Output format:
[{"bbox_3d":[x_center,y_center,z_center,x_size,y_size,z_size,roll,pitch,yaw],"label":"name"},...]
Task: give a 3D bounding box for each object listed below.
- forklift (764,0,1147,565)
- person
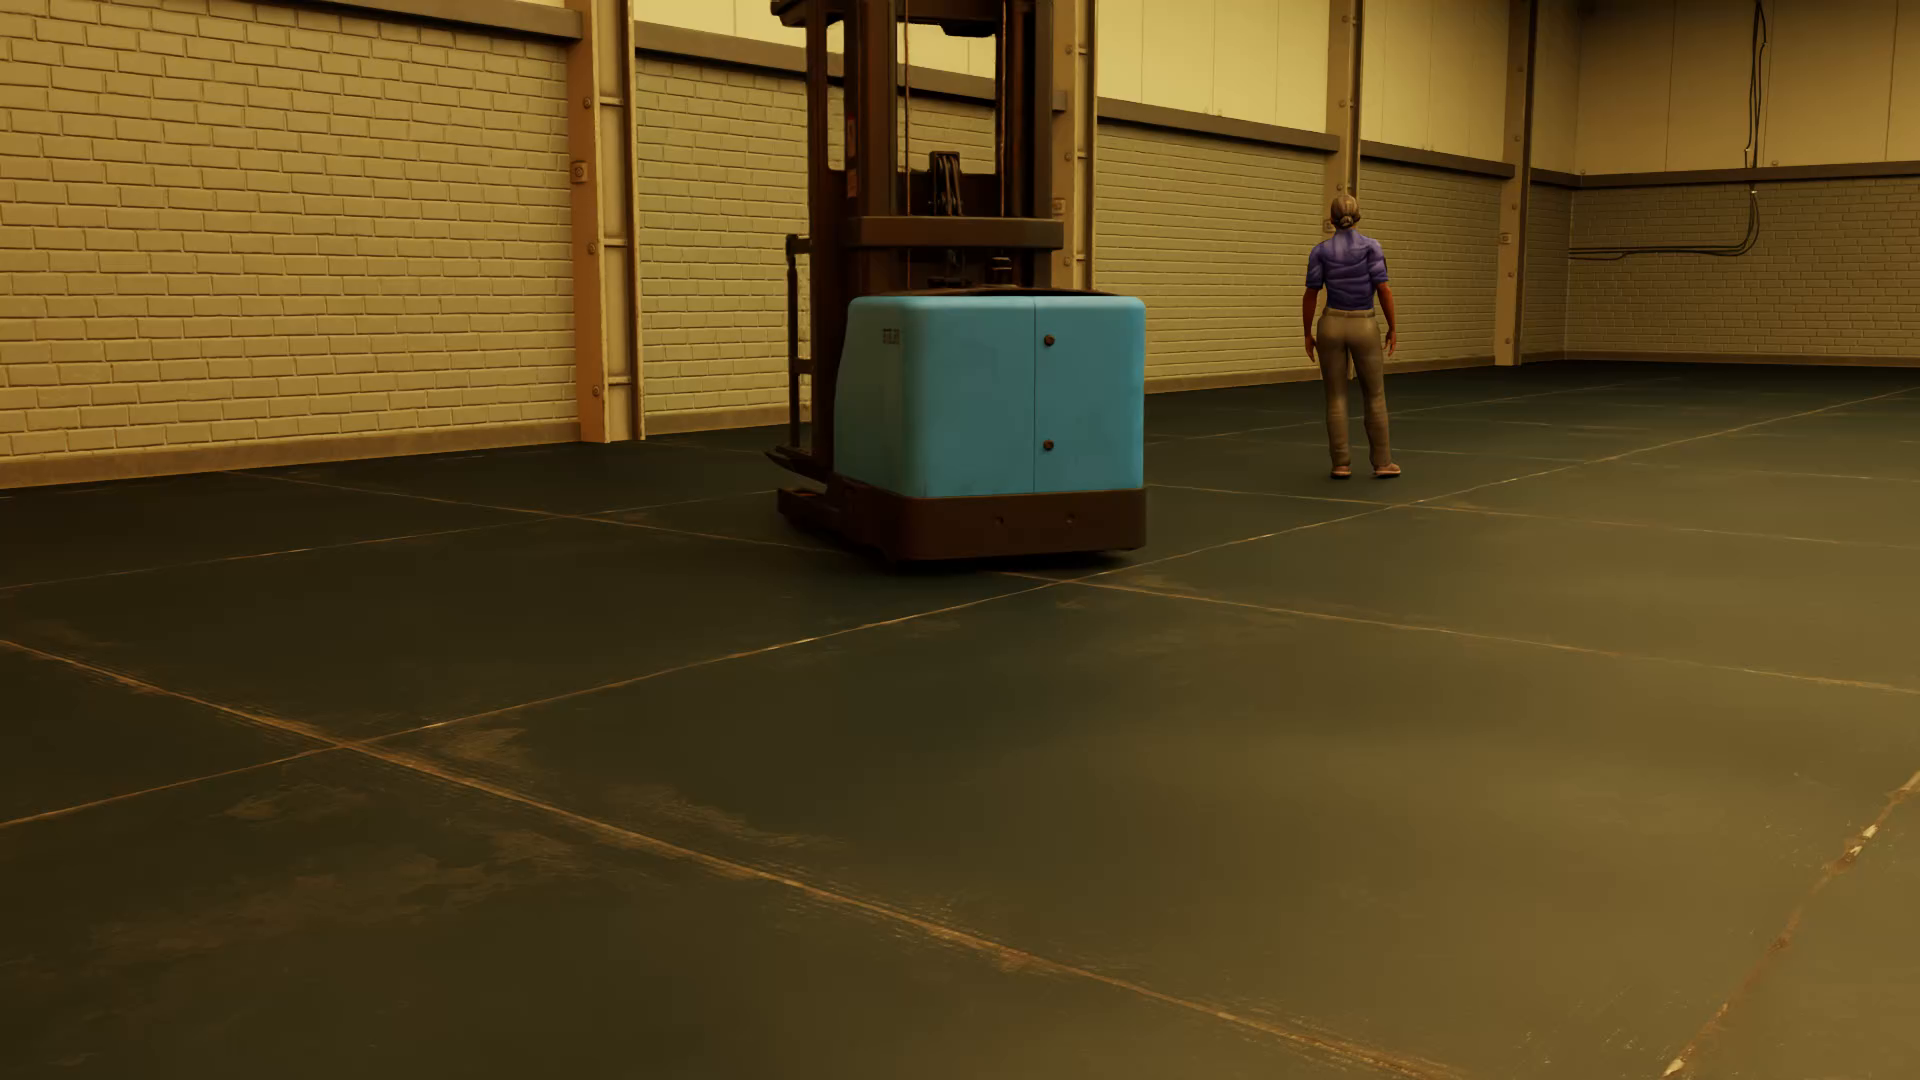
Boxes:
[{"bbox_3d":[-0.236,-1.528,7.727,1.130,2.935,3.031,-3,9,-20],"label":"forklift"},{"bbox_3d":[2.333,-1.204,9.871,0.569,1.654,0.504,3,9,22],"label":"person"}]
